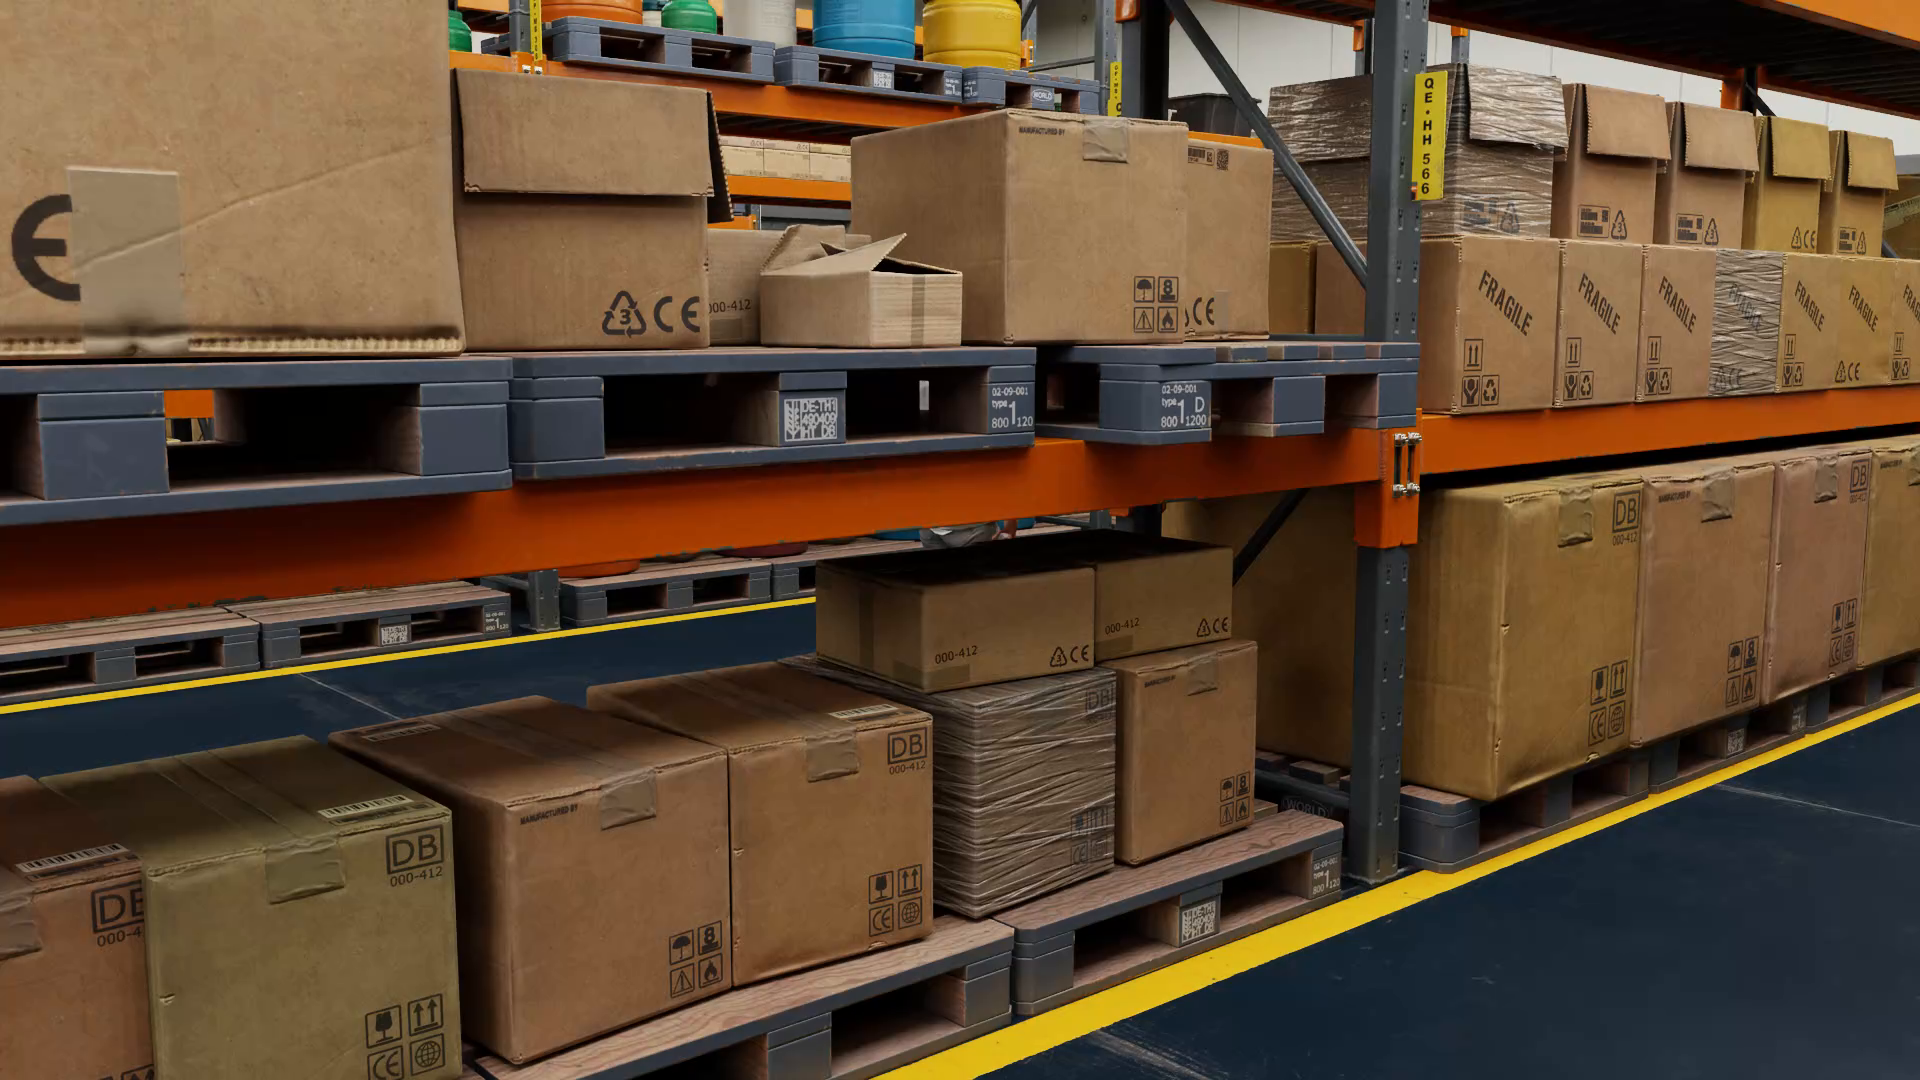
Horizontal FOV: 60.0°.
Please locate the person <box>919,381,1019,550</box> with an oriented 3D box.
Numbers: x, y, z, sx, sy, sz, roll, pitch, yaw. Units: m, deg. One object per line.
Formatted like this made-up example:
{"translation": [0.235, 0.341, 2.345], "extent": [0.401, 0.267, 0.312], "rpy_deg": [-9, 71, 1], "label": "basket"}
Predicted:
{"translation": [0.059, -0.069, 6.270], "extent": [0.472, 1.599, 0.520], "rpy_deg": [-7, 10, -41], "label": "person"}
